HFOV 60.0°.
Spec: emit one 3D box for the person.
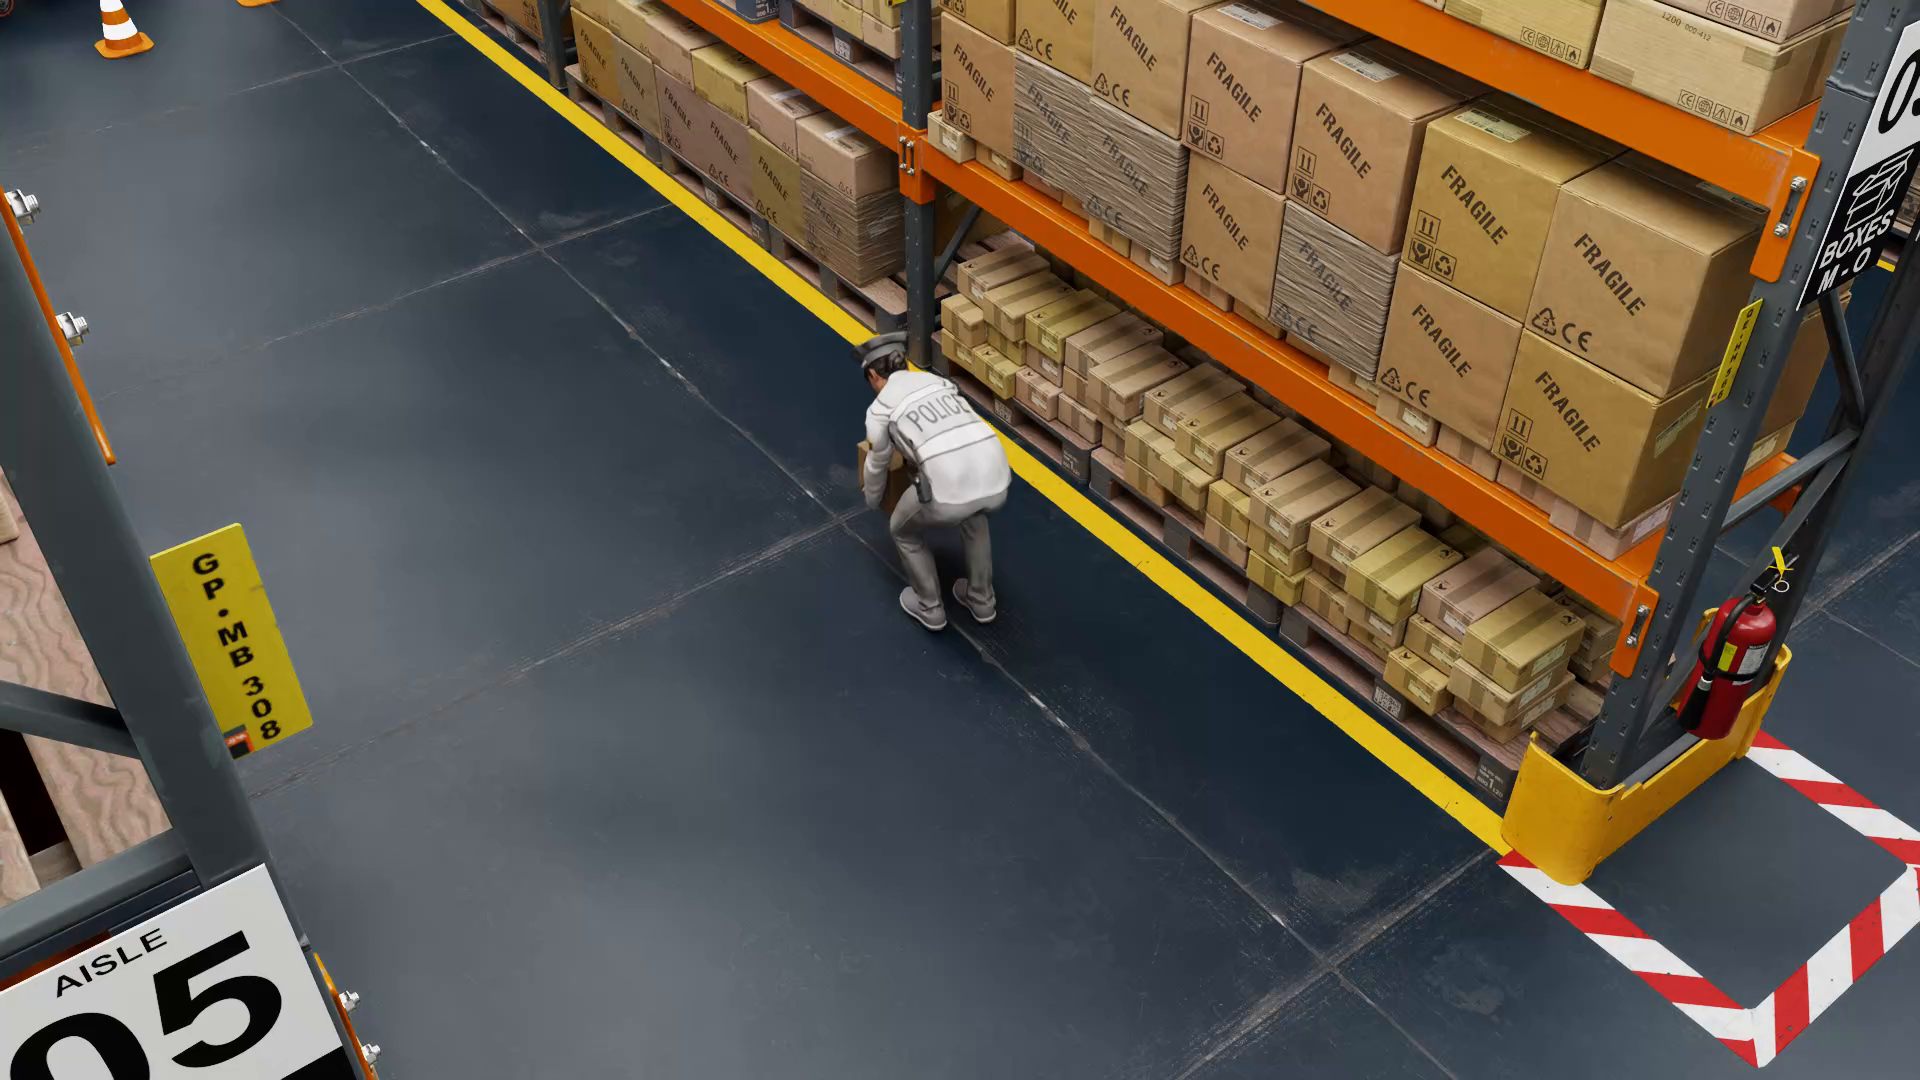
[{"bbox_3d":[-0.138,-0.230,6.827,0.434,1.146,0.914,-21,45,-23],"label":"person"}]
